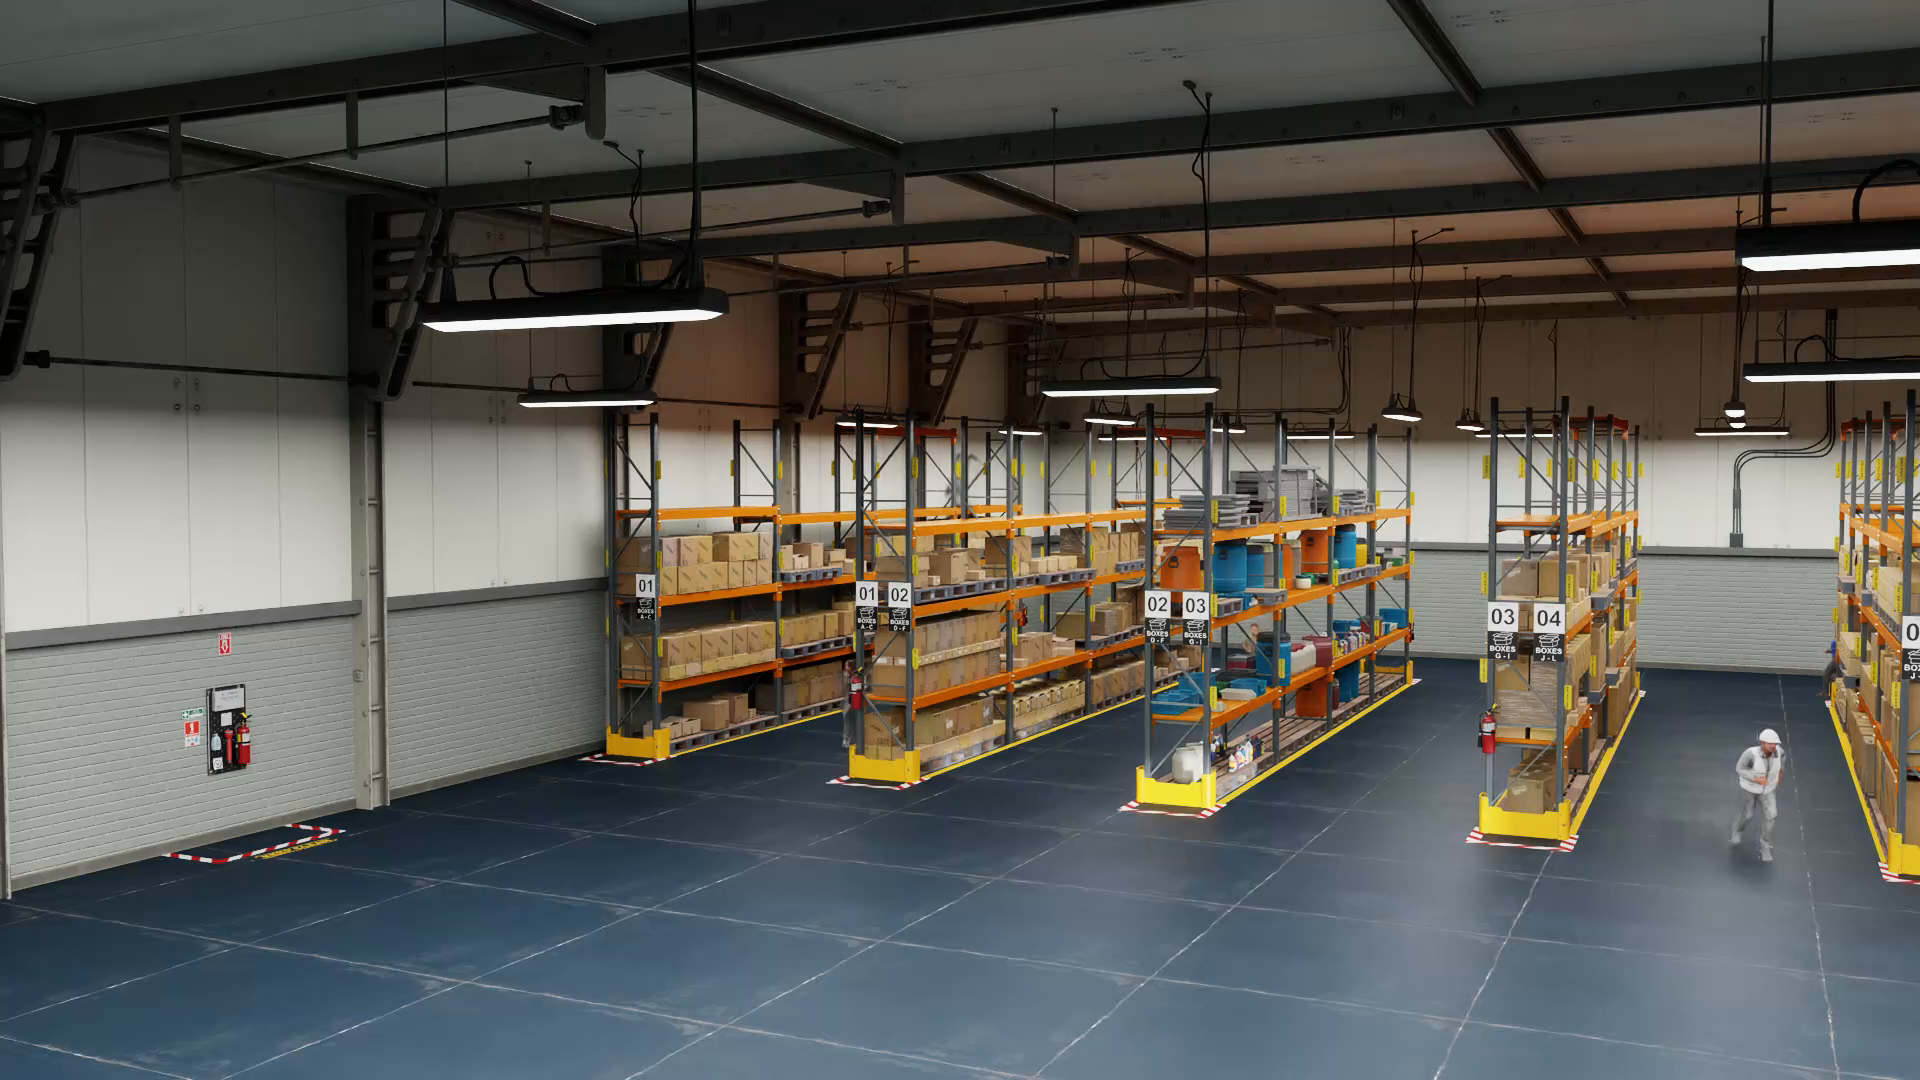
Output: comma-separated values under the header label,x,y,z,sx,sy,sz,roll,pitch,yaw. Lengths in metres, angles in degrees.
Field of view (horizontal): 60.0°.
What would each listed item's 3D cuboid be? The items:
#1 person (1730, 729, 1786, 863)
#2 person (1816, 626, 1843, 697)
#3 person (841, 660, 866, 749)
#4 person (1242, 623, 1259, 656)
label,x,y,z,sx,sy,sz,roll,pitch,yaw
person,10.354,3.272,21.621,0.701,1.733,1.044,0,2,-1
person,19.176,2.656,36.367,0.856,1.630,0.648,2,3,37
person,-1.885,2.947,30.274,0.539,1.594,0.945,1,3,24
person,6.665,2.652,37.378,0.614,1.624,1.004,1,2,15
